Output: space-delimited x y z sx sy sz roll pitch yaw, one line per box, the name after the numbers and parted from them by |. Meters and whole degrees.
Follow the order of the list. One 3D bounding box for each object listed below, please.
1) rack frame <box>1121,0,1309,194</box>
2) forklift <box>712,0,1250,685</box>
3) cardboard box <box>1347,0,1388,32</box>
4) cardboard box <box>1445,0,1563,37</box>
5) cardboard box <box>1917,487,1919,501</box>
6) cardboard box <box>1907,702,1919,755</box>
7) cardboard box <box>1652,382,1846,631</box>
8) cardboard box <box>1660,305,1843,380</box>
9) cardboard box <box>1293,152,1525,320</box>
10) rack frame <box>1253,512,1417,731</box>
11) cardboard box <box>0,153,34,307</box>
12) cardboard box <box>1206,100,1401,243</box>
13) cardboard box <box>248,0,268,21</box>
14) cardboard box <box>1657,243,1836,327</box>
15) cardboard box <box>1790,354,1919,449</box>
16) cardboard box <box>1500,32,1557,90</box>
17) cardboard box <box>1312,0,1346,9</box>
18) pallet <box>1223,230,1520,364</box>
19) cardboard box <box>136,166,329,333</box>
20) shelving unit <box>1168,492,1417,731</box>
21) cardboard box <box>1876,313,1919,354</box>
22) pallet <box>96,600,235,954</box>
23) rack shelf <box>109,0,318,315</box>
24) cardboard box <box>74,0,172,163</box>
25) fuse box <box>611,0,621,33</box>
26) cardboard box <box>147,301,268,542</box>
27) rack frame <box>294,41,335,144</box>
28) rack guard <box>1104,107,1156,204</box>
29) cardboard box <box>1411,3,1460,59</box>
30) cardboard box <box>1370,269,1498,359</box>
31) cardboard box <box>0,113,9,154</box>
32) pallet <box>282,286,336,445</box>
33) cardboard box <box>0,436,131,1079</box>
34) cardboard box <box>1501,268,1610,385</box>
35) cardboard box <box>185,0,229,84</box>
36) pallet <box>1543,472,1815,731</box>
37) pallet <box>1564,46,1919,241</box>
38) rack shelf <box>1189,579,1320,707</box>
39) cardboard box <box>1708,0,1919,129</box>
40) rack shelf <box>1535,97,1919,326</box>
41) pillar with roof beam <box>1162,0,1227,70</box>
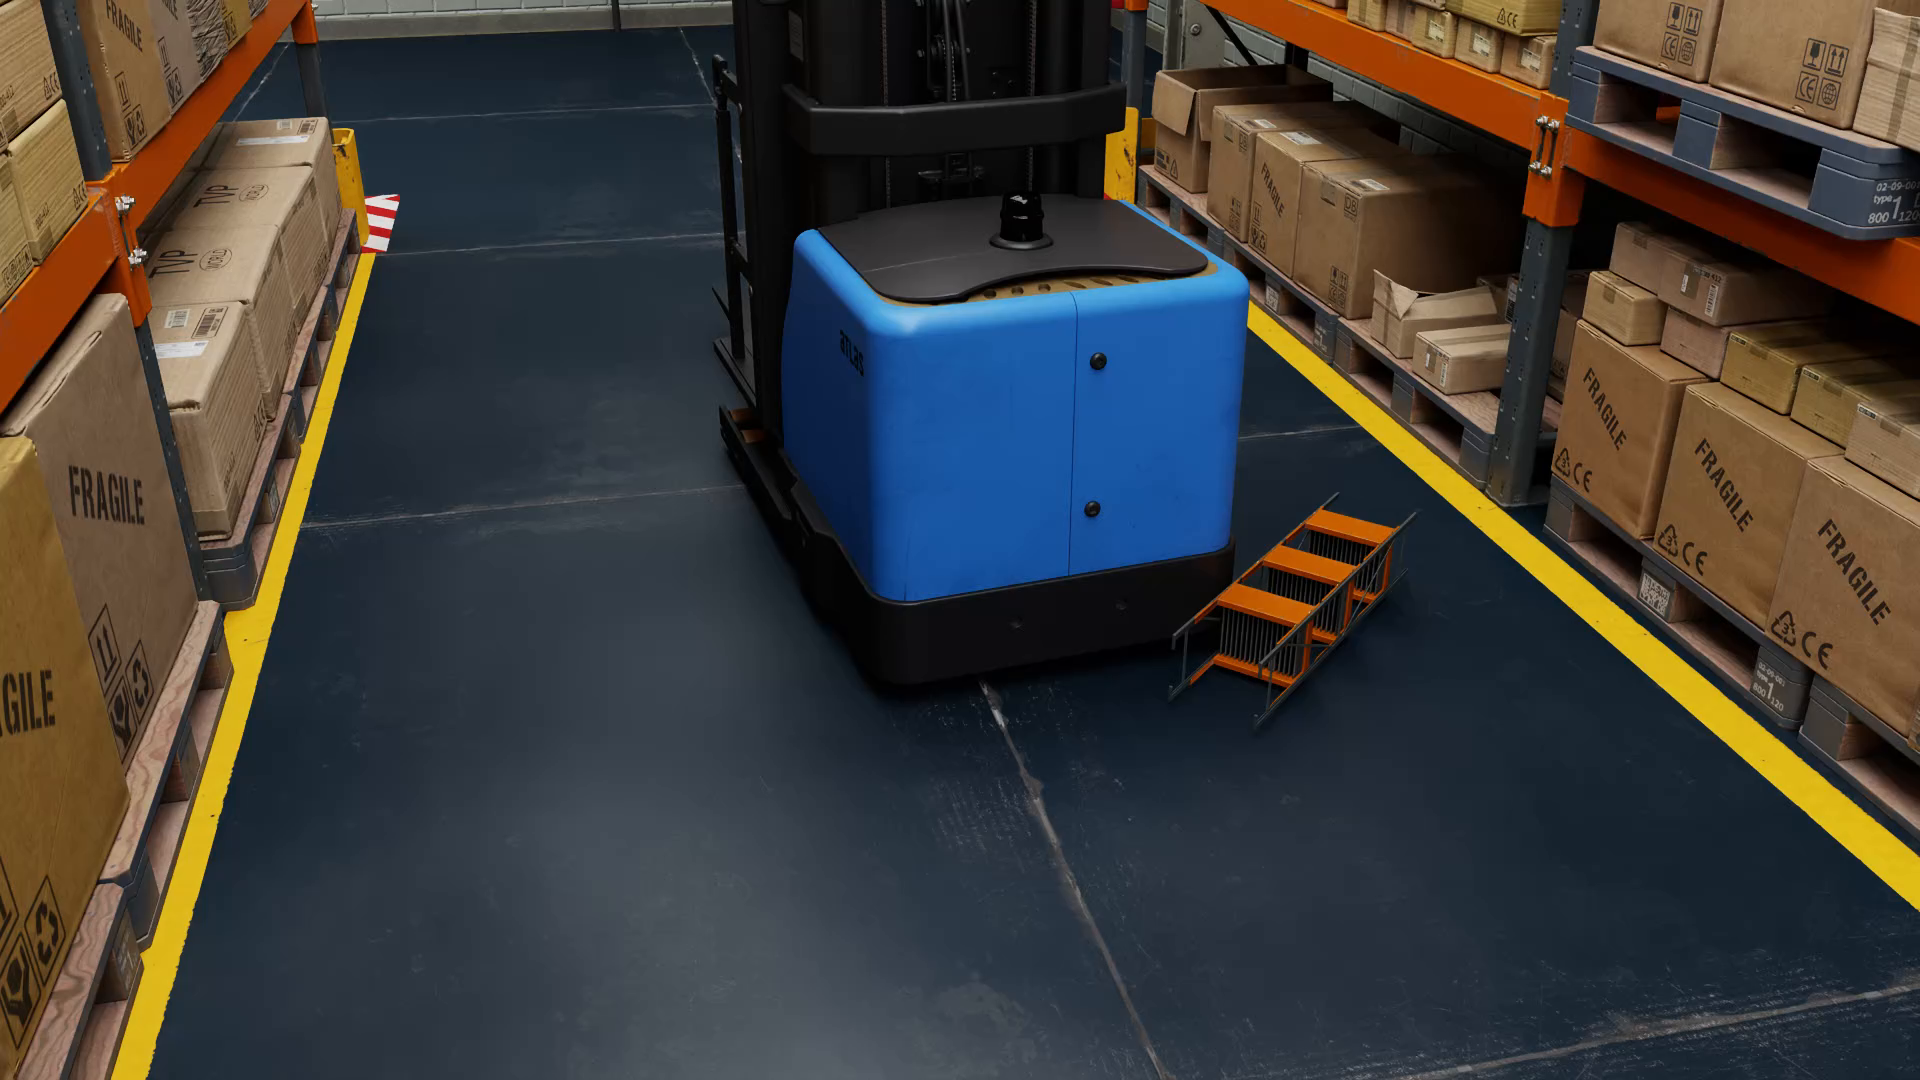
1.348 -3.269 8.398 1.000 3.000 0.127 -6 27 -12 | rack frame
-0.204 -1.575 5.118 1.130 2.935 3.031 -9 28 -17 | forklift
1.652 -1.966 6.095 0.380 0.149 0.250 -6 27 -12 | cardboard box
1.897 -1.778 5.280 0.500 0.250 0.500 -5 27 -10 | cardboard box
2.426 -0.123 3.753 0.380 0.149 0.250 -5 27 -10 | cardboard box
2.488 0.331 3.573 0.500 0.500 0.500 -7 28 -13 | cardboard box
2.269 -0.117 4.460 0.500 0.500 0.500 -6 27 -12 | cardboard box
2.209 -0.576 4.651 0.380 0.149 0.250 -7 28 -13 | cardboard box
1.782 -1.228 6.661 0.700 0.500 0.500 -7 28 -14 | cardboard box
1.049 0.202 4.578 0.008 0.200 1.050 17 32 31 | rack frame
-2.125 -0.545 3.168 0.500 0.250 0.500 -6 27 -12 | cardboard box
1.548 -1.683 7.564 0.700 0.500 0.500 -5 27 -9 | cardboard box
-2.897 -2.177 6.122 0.500 0.500 0.500 -5 27 -10 | cardboard box
2.176 -0.713 4.592 0.380 0.149 0.250 -7 28 -14 | cardboard box
2.353 -0.346 4.194 0.380 0.149 0.250 -6 27 -12 | cardboard box
1.931 -1.515 5.202 0.380 0.149 0.250 -6 27 -11 | cardboard box
1.601 -2.195 6.548 0.380 0.149 0.250 -6 27 -12 | cardboard box
1.817 -1.106 7.208 1.003 0.211 1.213 -6 27 -12 | pallet
-3.027 -1.127 6.531 0.875 0.438 0.875 -5 27 -10 | cardboard box
0.948 0.171 4.640 0.252 0.215 1.050 17 32 31 | shelving unit
2.741 -0.521 4.542 0.380 0.149 0.250 -6 27 -11 | cardboard box
-2.338 0.568 3.889 1.003 0.211 1.213 -6 27 -12 | pallet
-3.037 -1.564 5.819 1.077 0.370 4.000 -6 27 -12 | rack shelf
-2.436 -1.285 4.355 0.500 0.500 0.500 -5 27 -10 | cardboard box
-2.701 -4.811 12.882 0.539 1.711 0.414 -6 27 -12 | fuse box
-2.623 -0.338 4.967 0.875 0.438 0.875 -6 27 -12 | cardboard box
-3.487 -2.763 7.396 1.000 3.000 0.127 -6 27 -12 | rack frame
1.365 -2.120 8.895 1.175 0.500 0.348 -6 27 -12 | rack guard
1.769 -1.739 5.645 0.380 0.149 0.250 -5 27 -10 | cardboard box
1.757 -0.852 6.176 0.396 0.266 0.258 -5 27 -10 | cardboard box
-2.130 -0.776 3.070 0.500 0.250 0.500 -5 27 -10 | cardboard box
-2.959 -0.641 6.286 1.003 0.211 1.213 -6 27 -12 | pallet
-2.157 0.413 2.994 0.875 0.875 0.875 -5 27 -10 | cardboard box
2.331 -0.814 6.052 0.500 0.311 0.500 -5 27 -10 | cardboard box
-2.652 -1.725 5.228 0.500 0.500 0.500 -6 27 -11 | cardboard box
2.470 0.085 4.847 1.003 0.211 1.213 -6 27 -12 | pallet
2.323 -1.066 4.245 1.003 0.211 1.213 -6 27 -12 | pallet
0.784 0.277 4.428 0.240 0.215 0.259 17 32 31 | rack shelf
2.257 -1.283 3.886 0.700 0.500 0.500 -6 27 -11 | cardboard box
2.700 -0.314 3.342 1.077 0.370 4.000 -6 27 -12 | rack shelf
-2.576 -6.785 8.707 9.100 9.000 0.400 -6 27 -12 | pillar with roof beam
